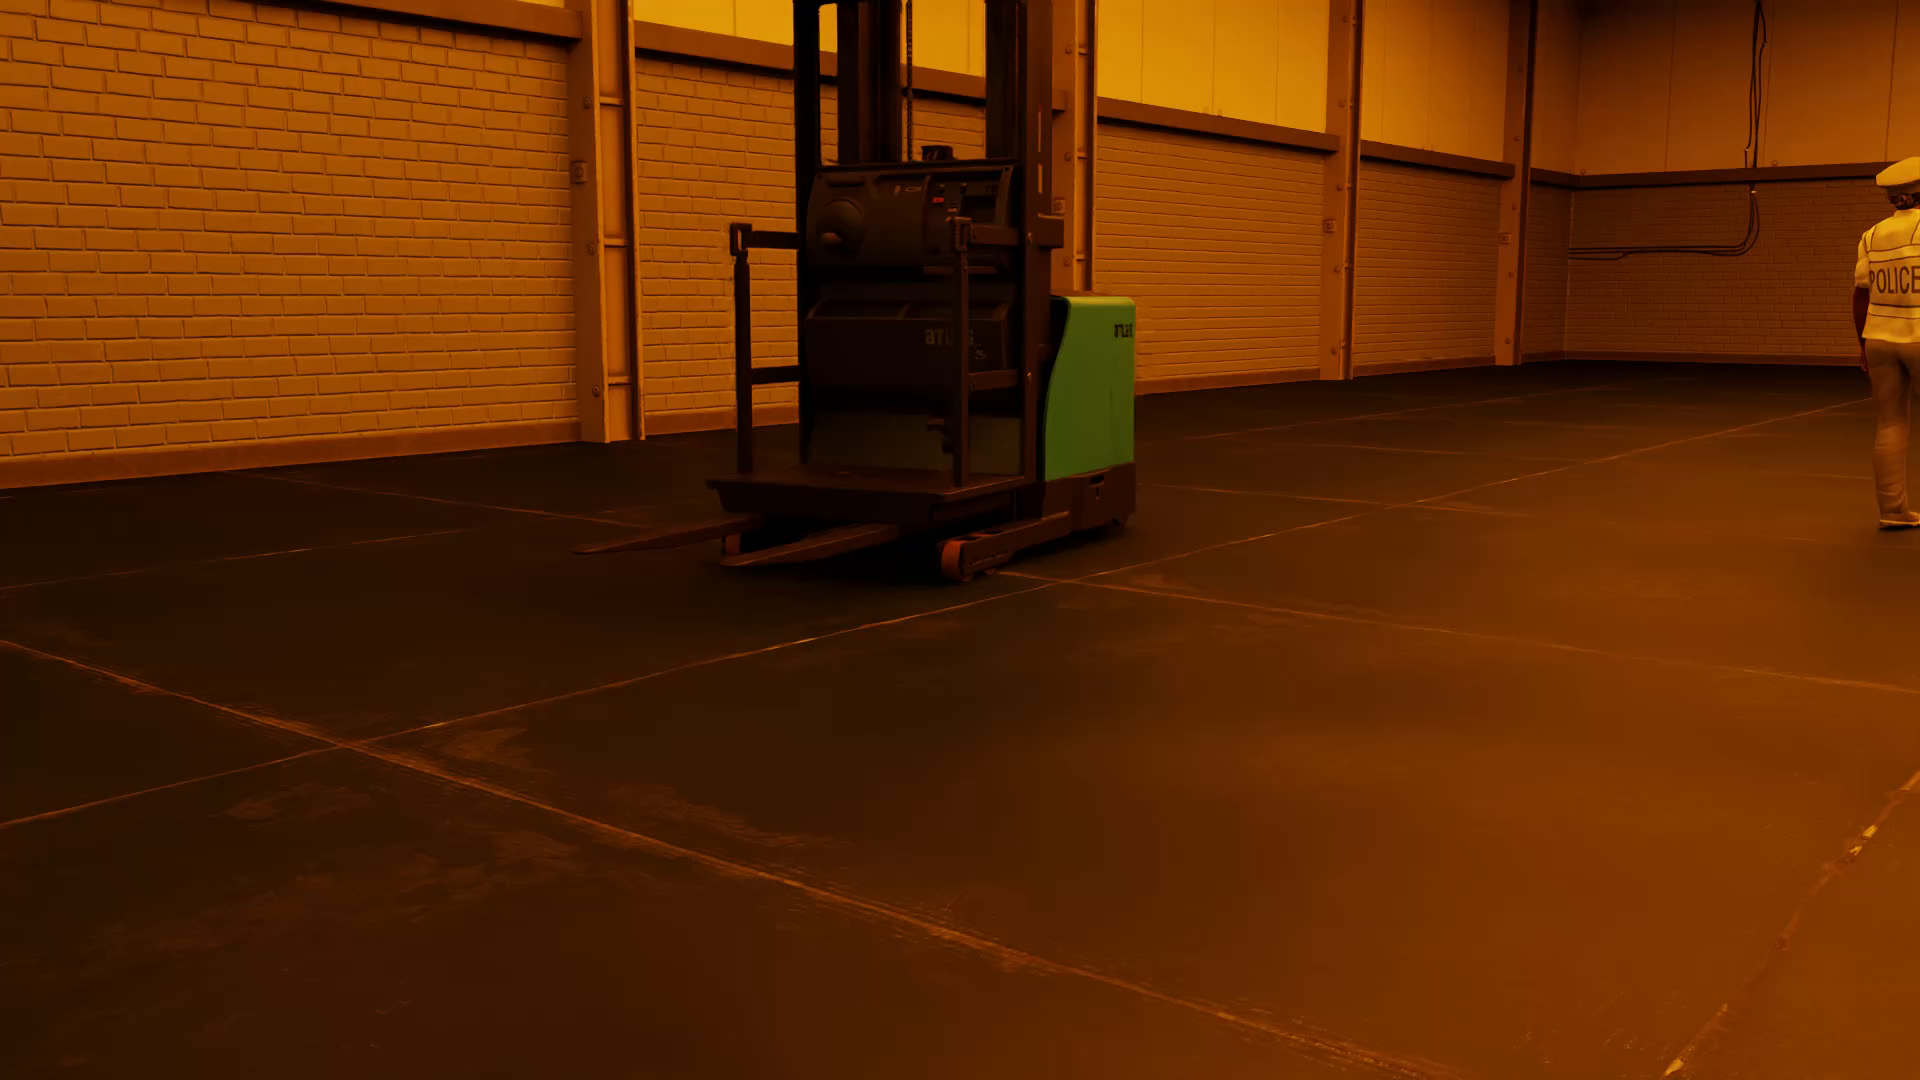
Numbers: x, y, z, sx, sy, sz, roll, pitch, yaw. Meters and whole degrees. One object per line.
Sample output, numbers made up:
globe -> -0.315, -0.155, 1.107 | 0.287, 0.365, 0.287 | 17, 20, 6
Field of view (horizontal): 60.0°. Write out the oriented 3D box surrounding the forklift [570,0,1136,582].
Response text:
forklift -> -0.311, -1.362, 6.591 | 1.130, 2.935, 3.031 | 4, 9, 28

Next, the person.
person -> 4.426, -0.899, 7.643 | 0.530, 1.695, 0.569 | -5, 9, -28
